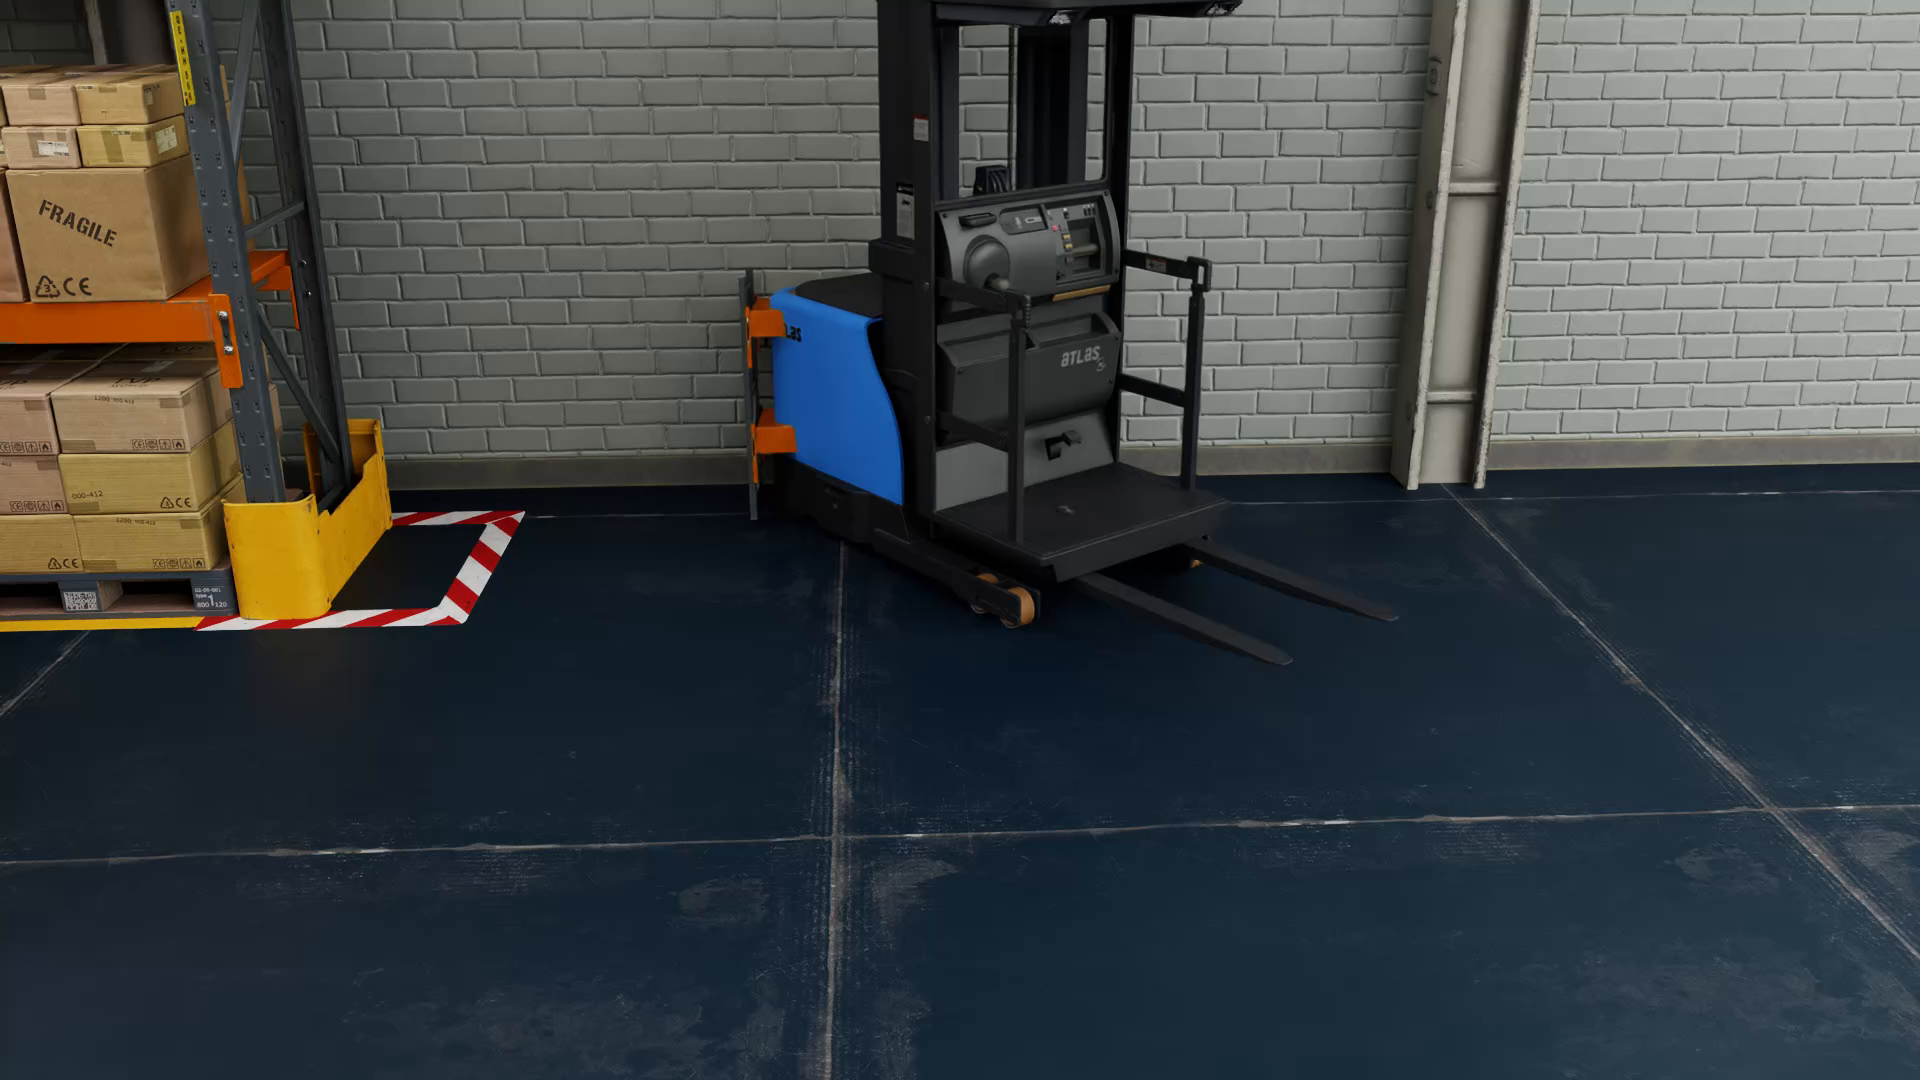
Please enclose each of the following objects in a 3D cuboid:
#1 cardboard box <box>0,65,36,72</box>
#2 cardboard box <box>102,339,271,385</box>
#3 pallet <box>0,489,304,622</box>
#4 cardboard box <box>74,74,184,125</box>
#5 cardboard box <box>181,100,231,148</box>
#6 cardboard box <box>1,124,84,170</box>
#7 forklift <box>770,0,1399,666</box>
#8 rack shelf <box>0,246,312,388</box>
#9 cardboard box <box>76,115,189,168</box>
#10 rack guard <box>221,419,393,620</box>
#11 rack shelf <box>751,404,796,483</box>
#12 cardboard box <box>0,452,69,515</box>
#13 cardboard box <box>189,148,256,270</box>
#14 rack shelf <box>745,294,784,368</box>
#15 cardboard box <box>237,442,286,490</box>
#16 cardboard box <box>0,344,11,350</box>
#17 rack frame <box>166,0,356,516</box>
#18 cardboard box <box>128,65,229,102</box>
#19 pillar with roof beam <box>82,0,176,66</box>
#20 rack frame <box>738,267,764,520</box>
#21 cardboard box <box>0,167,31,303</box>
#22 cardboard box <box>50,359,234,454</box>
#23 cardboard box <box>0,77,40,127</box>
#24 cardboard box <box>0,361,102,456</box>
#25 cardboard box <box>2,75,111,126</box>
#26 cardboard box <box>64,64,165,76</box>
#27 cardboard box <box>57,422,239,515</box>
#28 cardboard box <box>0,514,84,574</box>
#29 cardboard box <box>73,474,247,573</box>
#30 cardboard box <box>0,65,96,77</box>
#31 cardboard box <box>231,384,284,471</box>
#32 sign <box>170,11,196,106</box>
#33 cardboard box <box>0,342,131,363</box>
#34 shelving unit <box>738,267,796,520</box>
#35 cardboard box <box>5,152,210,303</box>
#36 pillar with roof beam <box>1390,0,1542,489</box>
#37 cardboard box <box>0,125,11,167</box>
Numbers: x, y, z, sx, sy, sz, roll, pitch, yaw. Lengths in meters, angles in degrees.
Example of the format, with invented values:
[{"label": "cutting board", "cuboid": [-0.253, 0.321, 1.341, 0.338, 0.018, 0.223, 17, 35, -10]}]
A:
[{"label": "cardboard box", "cuboid": [-3.951, -1.839, 6.765, 0.250, 0.149, 0.380, -1, 21, -3]}, {"label": "cardboard box", "cuboid": [-3.321, -0.720, 7.166, 0.500, 0.250, 0.500, -1, 21, -4]}, {"label": "pallet", "cuboid": [-3.591, 0.049, 7.195, 1.213, 0.211, 1.003, -1, 21, -3]}, {"label": "cardboard box", "cuboid": [-3.176, -1.691, 6.377, 0.250, 0.149, 0.380, -1, 21, -3]}, {"label": "cardboard box", "cuboid": [-3.184, -1.720, 6.869, 0.250, 0.149, 0.380, -2, 21, -4]}, {"label": "cardboard box", "cuboid": [-3.414, -1.512, 6.324, 0.250, 0.149, 0.380, -1, 21, -2]}, {"label": "forklift", "cuboid": [0.432, -1.215, 6.693, 1.130, 2.935, 3.031, -16, 26, -36]}, {"label": "rack shelf", "cuboid": [-4.827, -0.908, 6.800, 4.000, 0.370, 1.077, -1, 21, -3]}, {"label": "cardboard box", "cuboid": [-3.160, -1.528, 6.366, 0.250, 0.149, 0.380, -1, 21, -2]}, {"label": "rack guard", "cuboid": [-2.806, -0.117, 7.225, 0.348, 0.500, 1.175, -1, 21, -3]}, {"label": "rack shelf", "cuboid": [-0.473, -0.479, 7.950, 1.000, 0.278, 0.538, -2, 15, -3]}, {"label": "cardboard box", "cuboid": [-3.799, -0.302, 6.770, 0.500, 0.250, 0.500, -1, 21, -4]}, {"label": "cardboard box", "cuboid": [-3.340, -1.420, 6.994, 0.500, 0.500, 0.500, 0, 21, -1]}, {"label": "rack shelf", "cuboid": [-0.483, -0.998, 7.812, 1.000, 0.278, 0.538, -2, 15, -3]}, {"label": "cardboard box", "cuboid": [-3.332, -0.255, 7.349, 0.500, 0.250, 0.500, -1, 21, -3]}, {"label": "cardboard box", "cuboid": [-4.319, -0.703, 7.120, 0.500, 0.250, 0.500, -1, 21, -3]}, {"label": "rack frame", "cuboid": [-2.830, -1.284, 6.779, 0.127, 3.000, 1.000, -1, 21, -3]}, {"label": "cardboard box", "cuboid": [-3.178, -1.842, 6.774, 0.250, 0.149, 0.380, -2, 21, -4]}, {"label": "pillar with roof beam", "cuboid": [-3.331, -2.865, 2.498, 0.400, 9.000, 9.100, -1, 21, -3]}, {"label": "rack frame", "cuboid": [-0.985, -0.700, 7.863, 0.032, 1.125, 0.500, -2, 15, -3]}, {"label": "cardboard box", "cuboid": [-3.825, -1.221, 6.471, 0.500, 0.500, 0.500, -1, 21, -1]}, {"label": "cardboard box", "cuboid": [-3.272, -0.543, 6.700, 0.500, 0.250, 0.500, 0, 21, -1]}, {"label": "cardboard box", "cuboid": [-3.680, -1.660, 6.295, 0.250, 0.149, 0.380, -1, 21, -2]}, {"label": "cardboard box", "cuboid": [-3.781, -0.530, 6.667, 0.500, 0.250, 0.500, -1, 21, -2]}, {"label": "cardboard box", "cuboid": [-3.420, -1.675, 6.335, 0.250, 0.149, 0.380, -1, 21, -3]}, {"label": "cardboard box", "cuboid": [-3.447, -1.859, 6.818, 0.250, 0.149, 0.380, 0, 21, -1]}, {"label": "cardboard box", "cuboid": [-3.298, -0.308, 6.787, 0.500, 0.250, 0.500, -1, 21, -4]}, {"label": "cardboard box", "cuboid": [-3.778, -0.067, 6.856, 0.500, 0.250, 0.500, -1, 21, -3]}, {"label": "cardboard box", "cuboid": [-3.281, -0.074, 6.873, 0.500, 0.250, 0.500, -1, 21, -3]}, {"label": "cardboard box", "cuboid": [-3.704, -1.839, 6.764, 0.250, 0.149, 0.380, -1, 21, -2]}, {"label": "cardboard box", "cuboid": [-3.311, -0.493, 7.273, 0.500, 0.250, 0.500, -1, 21, -2]}, {"label": "sign", "cuboid": [-2.813, -1.743, 6.024, 0.005, 0.325, 0.100, -1, 21, -3]}, {"label": "cardboard box", "cuboid": [-3.819, -0.709, 7.136, 0.500, 0.250, 0.500, -1, 21, -3]}, {"label": "shelving unit", "cuboid": [-0.478, -0.715, 7.887, 1.048, 1.125, 0.538, -2, 15, -3]}, {"label": "cardboard box", "cuboid": [-3.306, -1.228, 6.490, 0.500, 0.500, 0.500, -2, 21, -4]}, {"label": "pillar with roof beam", "cuboid": [2.659, -2.987, 2.818, 0.400, 9.000, 9.100, -1, 21, -3]}, {"label": "cardboard box", "cuboid": [-3.676, -1.528, 6.368, 0.250, 0.149, 0.380, -1, 21, -2]}]
